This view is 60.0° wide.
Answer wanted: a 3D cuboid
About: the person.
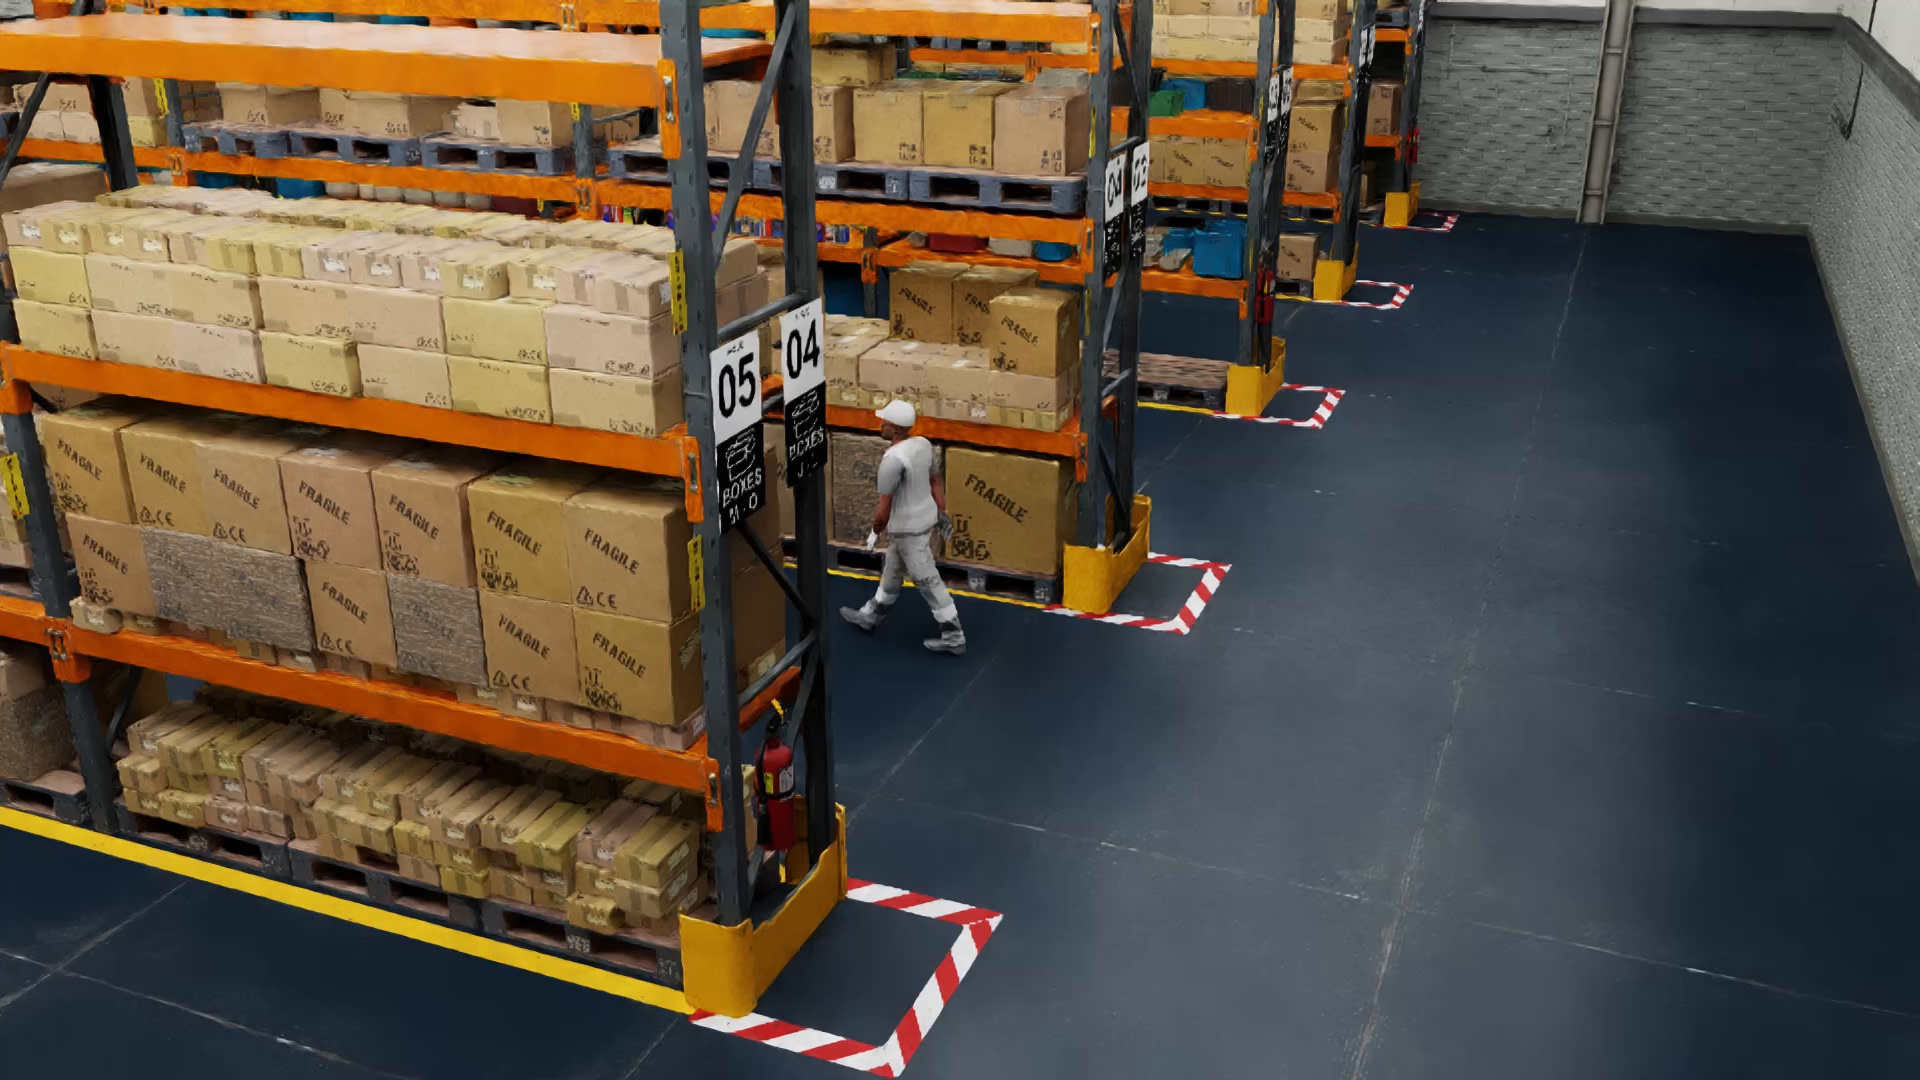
[{"bbox_3d":[-0.421,-0.107,11.167,0.995,1.731,0.572,8,24,19],"label":"person"}]
